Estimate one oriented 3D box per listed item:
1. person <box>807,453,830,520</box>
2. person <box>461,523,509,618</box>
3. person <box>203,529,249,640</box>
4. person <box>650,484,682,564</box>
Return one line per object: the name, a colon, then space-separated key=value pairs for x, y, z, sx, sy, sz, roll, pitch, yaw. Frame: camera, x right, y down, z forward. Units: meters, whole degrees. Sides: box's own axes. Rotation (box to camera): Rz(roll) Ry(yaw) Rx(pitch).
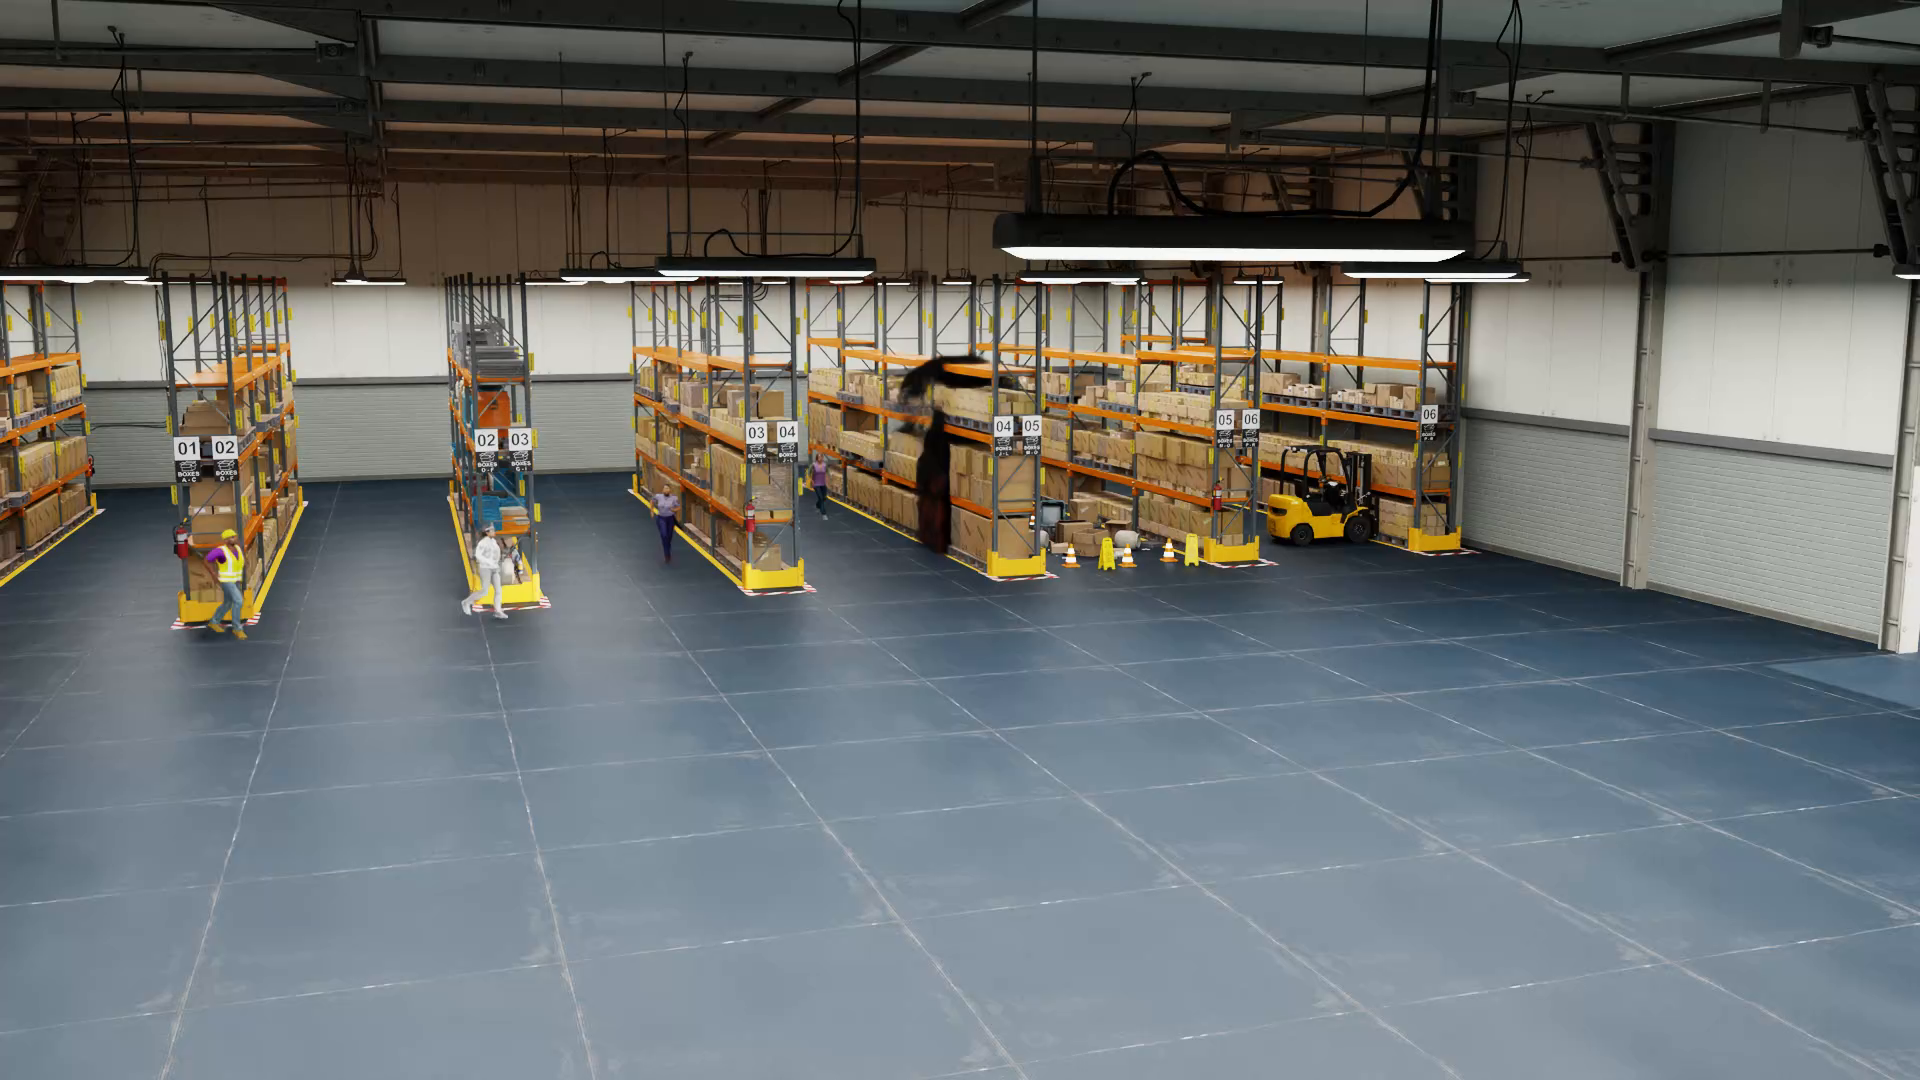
person: x=-3.354 y=-1.293 z=39.580 sx=0.556 sy=1.580 sz=0.619 roll=-3 pitch=9 yaw=-21
person: x=-8.239 y=0.518 z=29.123 sx=0.883 sy=1.650 sz=0.671 roll=3 pitch=9 yaw=16
person: x=-12.096 y=0.719 z=27.517 sx=0.798 sy=1.823 sz=0.702 roll=1 pitch=9 yaw=10
person: x=-6.208 y=-0.366 z=35.162 sx=0.627 sy=1.695 sz=0.877 roll=-2 pitch=9 yaw=-16
